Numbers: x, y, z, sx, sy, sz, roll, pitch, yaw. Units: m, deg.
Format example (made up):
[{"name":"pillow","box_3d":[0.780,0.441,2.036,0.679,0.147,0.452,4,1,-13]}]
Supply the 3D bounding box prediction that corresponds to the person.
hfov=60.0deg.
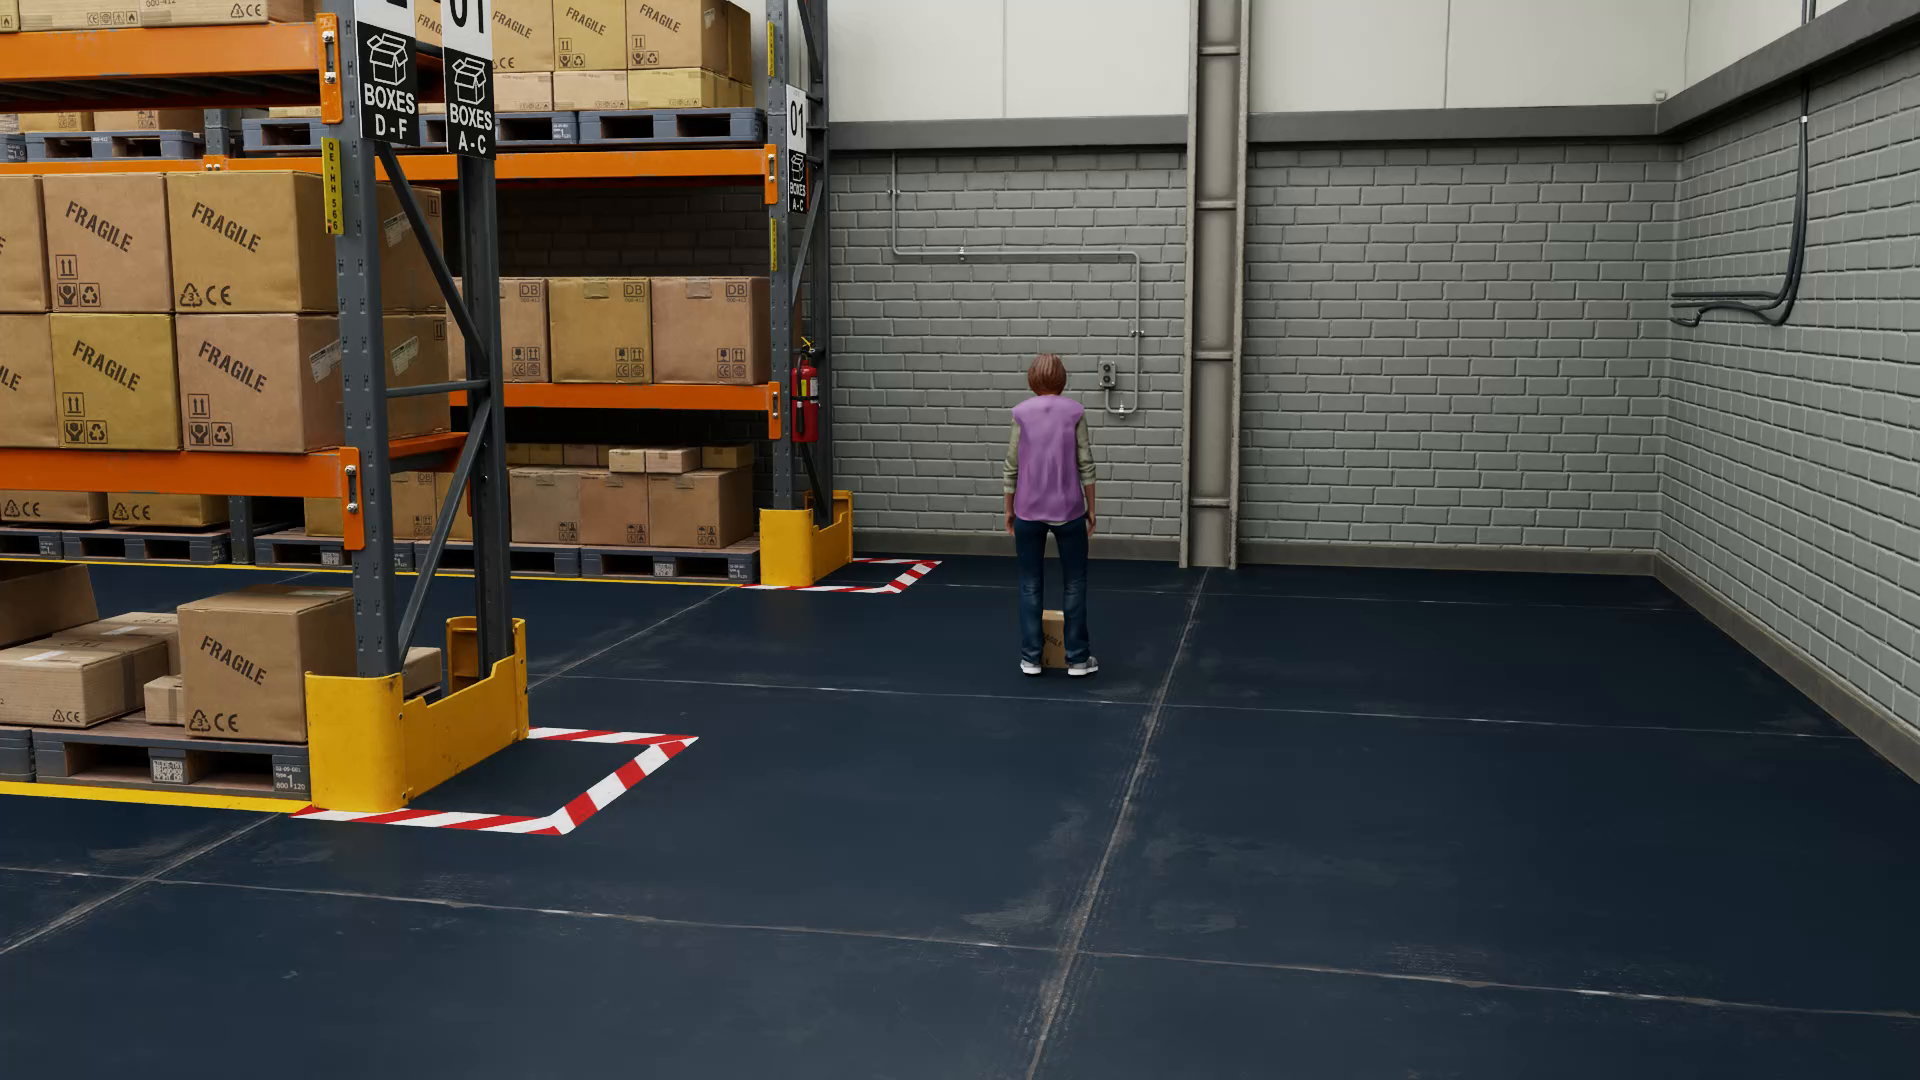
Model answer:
[{"name":"person","box_3d":[0.452,-0.123,8.213,0.461,1.593,0.343,2,8,12]}]
